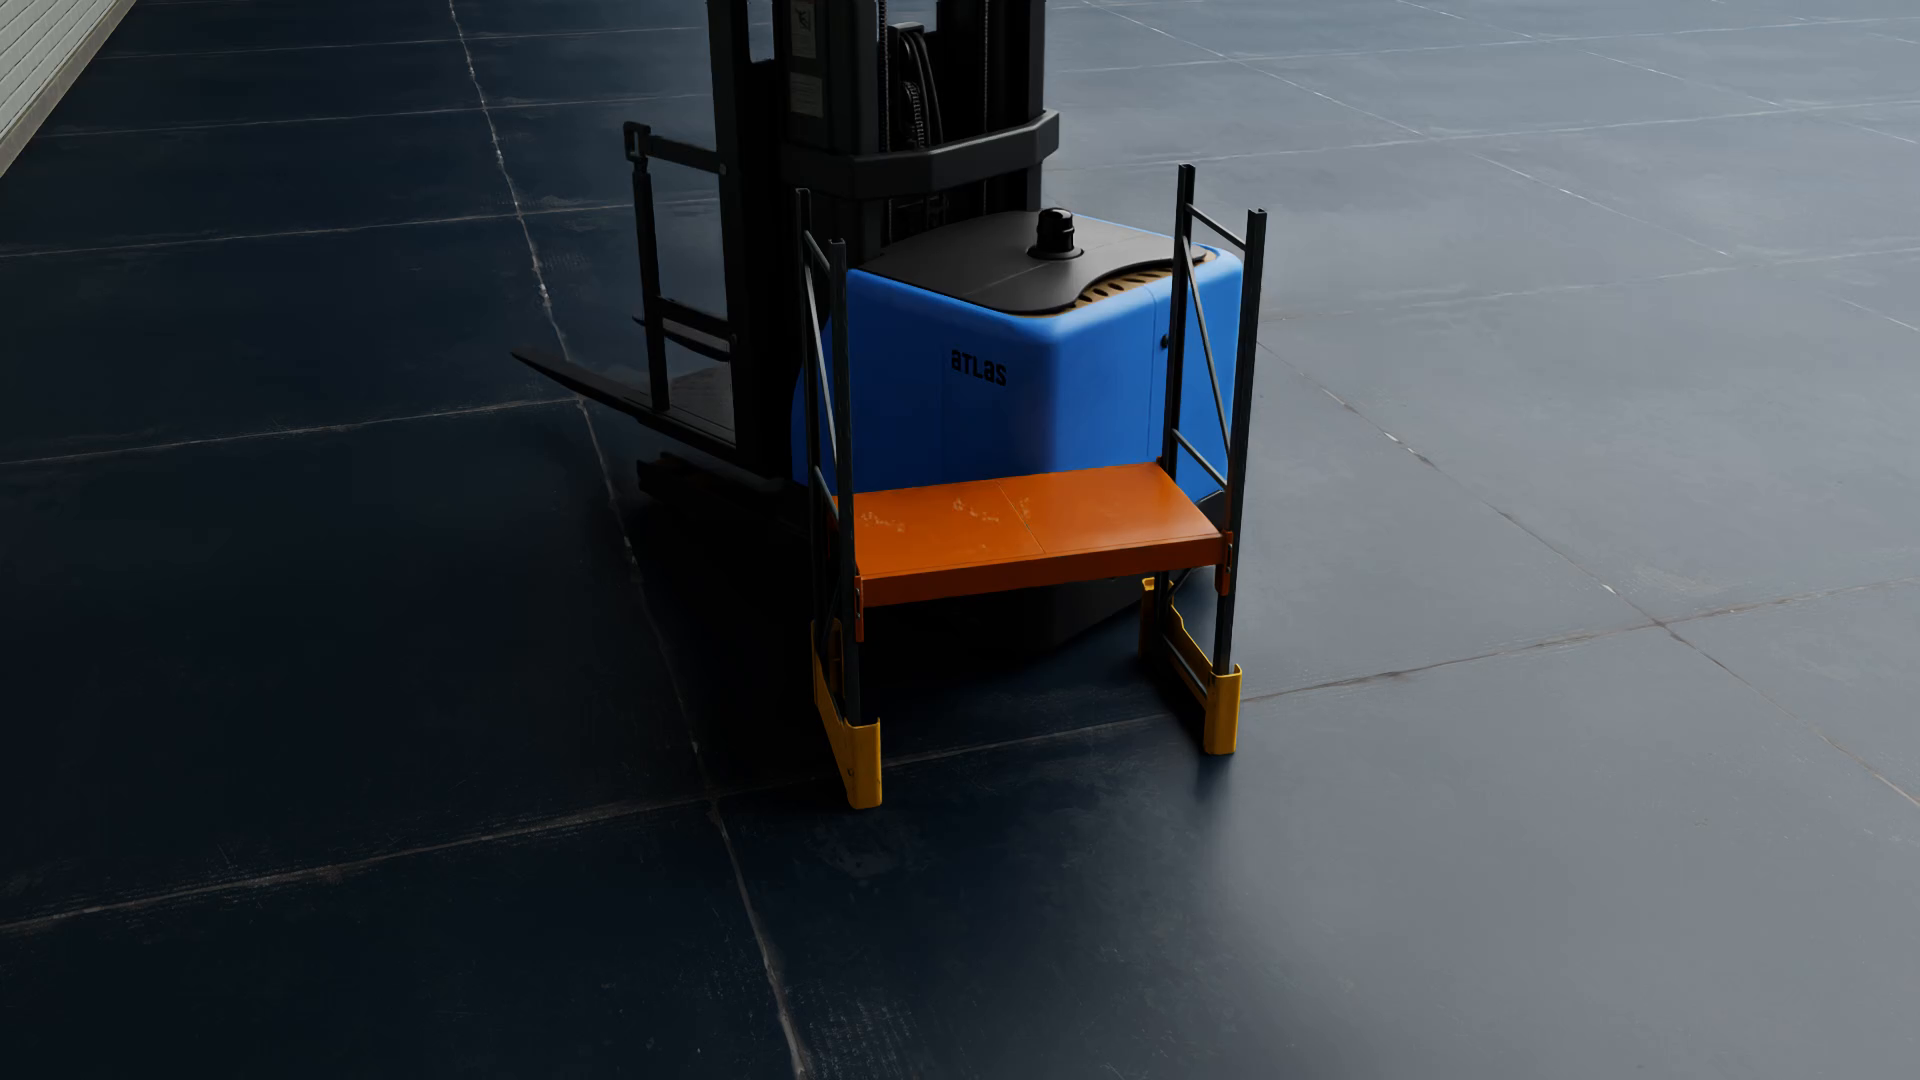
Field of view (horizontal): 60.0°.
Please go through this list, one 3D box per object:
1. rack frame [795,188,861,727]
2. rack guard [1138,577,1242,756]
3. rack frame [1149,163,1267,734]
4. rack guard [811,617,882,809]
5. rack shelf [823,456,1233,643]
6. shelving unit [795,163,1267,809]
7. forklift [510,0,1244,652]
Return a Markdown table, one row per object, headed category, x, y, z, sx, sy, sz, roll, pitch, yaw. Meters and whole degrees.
| category | x | y | z | sx | sy | sz | roll | pitch | yaw |
| --- | --- | --- | --- | --- | --- | --- | --- | --- | --- |
| rack frame | -0.333 | -0.096 | 4.257 | 0.032 | 1.500 | 0.500 | -7 | 27 | -13 |
| rack guard | 0.650 | 0.350 | 4.764 | 0.087 | 0.250 | 0.587 | -7 | 27 | -13 |
| rack frame | 0.651 | -0.210 | 4.486 | 0.032 | 1.500 | 0.500 | -7 | 27 | -13 |
| rack guard | -0.314 | 0.461 | 4.539 | 0.087 | 0.250 | 0.587 | -7 | 27 | -13 |
| rack shelf | 0.159 | 0.008 | 4.451 | 1.000 | 0.185 | 0.538 | -7 | 27 | -13 |
| shelving unit | 0.168 | -0.154 | 4.374 | 1.083 | 1.500 | 0.587 | -7 | 27 | -13 |
| forklift | -0.521 | -1.531 | 5.538 | 3.031 | 2.935 | 1.130 | 23 | 34 | 38 |
